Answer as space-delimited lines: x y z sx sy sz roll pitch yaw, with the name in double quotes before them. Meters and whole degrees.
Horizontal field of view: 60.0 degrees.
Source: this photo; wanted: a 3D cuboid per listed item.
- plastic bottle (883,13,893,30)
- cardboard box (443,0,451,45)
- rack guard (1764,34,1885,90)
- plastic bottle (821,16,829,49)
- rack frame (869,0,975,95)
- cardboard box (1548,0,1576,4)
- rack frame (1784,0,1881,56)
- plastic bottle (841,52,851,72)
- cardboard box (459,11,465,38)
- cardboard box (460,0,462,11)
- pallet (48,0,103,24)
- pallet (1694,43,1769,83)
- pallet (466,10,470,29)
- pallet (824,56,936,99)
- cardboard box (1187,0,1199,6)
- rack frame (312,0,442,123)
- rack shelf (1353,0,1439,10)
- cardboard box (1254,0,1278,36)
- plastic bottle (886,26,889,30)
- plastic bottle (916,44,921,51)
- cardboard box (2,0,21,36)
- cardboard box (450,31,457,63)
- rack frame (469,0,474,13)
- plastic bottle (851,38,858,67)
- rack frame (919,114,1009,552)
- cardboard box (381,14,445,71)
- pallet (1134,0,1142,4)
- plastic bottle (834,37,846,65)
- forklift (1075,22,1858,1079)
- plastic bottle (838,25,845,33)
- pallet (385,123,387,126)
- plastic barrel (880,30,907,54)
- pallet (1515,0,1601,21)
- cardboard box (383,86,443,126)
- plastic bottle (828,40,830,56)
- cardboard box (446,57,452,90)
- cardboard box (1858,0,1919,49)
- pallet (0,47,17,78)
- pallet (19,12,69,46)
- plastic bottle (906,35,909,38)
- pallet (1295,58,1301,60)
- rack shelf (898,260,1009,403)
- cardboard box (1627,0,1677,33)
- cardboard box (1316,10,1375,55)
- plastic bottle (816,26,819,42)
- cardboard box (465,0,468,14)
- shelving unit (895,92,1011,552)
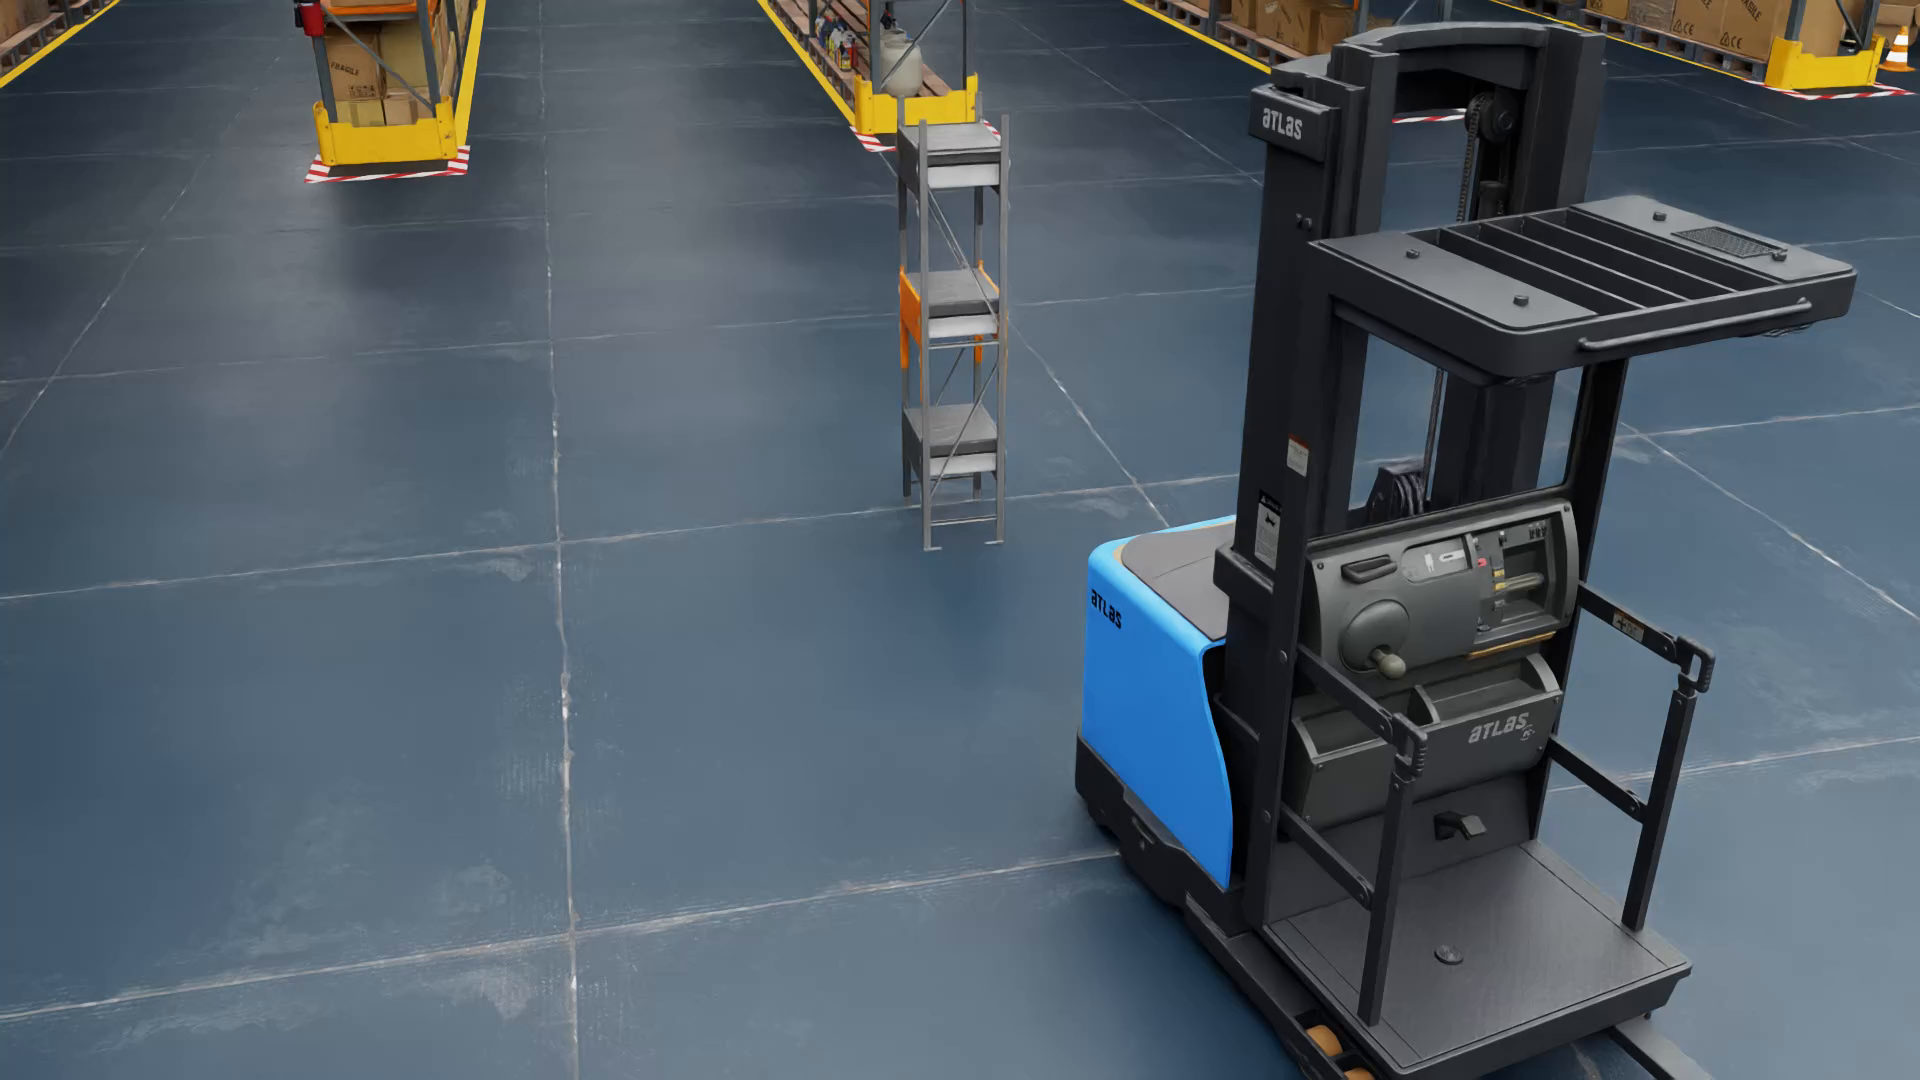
"plastic bottle" -0.794 -5.767 18.798 0.144 0.351 0.185 -7 28 -14
"cardboard box" -5.671 -5.482 17.535 0.500 0.500 0.500 -6 27 -12
"rack guard" 9.325 -5.170 17.939 1.175 0.500 0.348 -6 27 -12
"plastic bottle" -1.485 -5.708 18.681 0.144 0.351 0.185 -5 27 -10
"rack frame" -0.361 -5.335 15.490 1.000 3.000 0.127 -6 27 -12
"cardboard box" 8.190 -7.499 21.810 1.050 0.750 0.750 -6 27 -12
"rack frame" 9.319 -6.297 17.397 1.000 3.000 0.127 -6 27 -12
"plastic bottle" -1.202 -5.044 17.531 0.097 0.201 0.097 0 27 0
"cardboard box" -6.053 -5.976 19.346 0.500 0.250 0.500 -5 27 -10
"cardboard box" -6.166 -6.454 19.670 0.500 0.311 0.500 -7 28 -13
"pallet" -11.921 -6.950 21.784 1.003 0.211 1.213 -6 27 -12
"pallet" 9.063 -5.395 18.705 1.003 0.211 1.213 -6 27 -12
"pallet" -6.844 -6.735 21.359 1.003 0.211 1.213 -6 27 -12
"pallet" -0.874 -5.010 17.942 1.003 0.211 1.213 -6 27 -12
"cardboard box" 3.356 -7.157 21.387 0.700 0.500 0.500 -6 27 -12
"rack frame" -5.188 -4.833 14.497 1.000 3.000 0.127 -6 27 -12
"rack shelf" 4.013 -6.394 18.388 1.077 0.370 4.000 -6 27 -12
"cardboard box" 3.750 -6.235 19.582 0.500 0.500 0.500 2 27 5
"plastic bottle" -0.815 -5.573 18.489 0.061 0.283 0.133 -6 27 -12
"plastic bottle" -0.466 -5.141 17.645 0.097 0.271 0.097 0 27 0
"cardboard box" -11.461 -6.157 19.406 0.700 0.500 0.500 -6 27 -12
"cardboard box" -5.772 -5.368 18.142 0.500 0.250 0.500 -6 27 -12
"rack frame" -6.991 -8.345 21.455 1.000 3.000 0.127 -6 27 -12
"plastic bottle" -1.129 -5.205 17.759 0.061 0.283 0.133 -6 27 -12
"rack frame" 0.018 -0.903 7.709 0.400 2.100 0.015 -6 27 -12
"cardboard box" -5.332 -4.824 16.231 0.500 0.500 0.500 -6 27 -12
"pallet" 2.836 -7.762 23.393 1.003 0.211 1.213 -6 27 -12
"plastic bottle" -1.264 -5.251 17.859 0.152 0.276 0.135 -7 28 -13
"forklift" 1.502 0.181 4.639 1.130 2.935 3.031 -12 29 -22
"plastic bottle" -1.335 -5.621 18.598 0.097 0.271 0.097 0 27 0
"pallet" -5.401 -3.920 15.782 1.003 0.211 1.213 -6 27 -12
"plastic barrel" -0.697 -4.913 16.949 0.421 0.512 0.421 0 27 0
"pallet" 8.171 -7.139 22.160 1.003 0.211 1.213 -6 27 -12
"cardboard box" -5.092 -4.051 15.533 0.500 0.250 0.500 -6 27 -12
"plastic bottle" -1.402 -5.432 18.300 0.097 0.201 0.097 0 27 0
"cardboard box" -5.429 -4.710 16.838 0.500 0.250 0.500 -6 27 -12
"cardboard box" 11.257 -6.243 20.061 0.637 0.503 0.797 19 32 32
"pallet" -11.092 -5.181 18.281 1.003 0.211 1.213 -6 27 -12
"pallet" -11.642 -6.253 20.404 1.003 0.211 1.213 -6 27 -12
"plastic bottle" -0.566 -5.335 18.031 0.097 0.271 0.097 0 27 0
"pallet" 4.298 -4.986 17.895 1.003 0.211 1.213 -6 27 -12
"rack shelf" -0.037 -0.998 7.927 0.431 0.518 0.480 -6 27 -12
"cardboard box" 8.698 -6.613 19.915 0.875 0.875 0.875 -6 27 -11
"cardboard box" 4.172 -5.444 18.015 0.500 0.500 0.500 1 27 2
"plastic bottle" -1.595 -5.809 19.047 0.097 0.201 0.097 0 27 0
"cardboard box" -6.405 -6.652 20.686 0.500 0.250 0.500 -5 27 -10
"shelving unit" -0.037 -1.010 7.921 0.431 2.100 0.503 -6 27 -12
